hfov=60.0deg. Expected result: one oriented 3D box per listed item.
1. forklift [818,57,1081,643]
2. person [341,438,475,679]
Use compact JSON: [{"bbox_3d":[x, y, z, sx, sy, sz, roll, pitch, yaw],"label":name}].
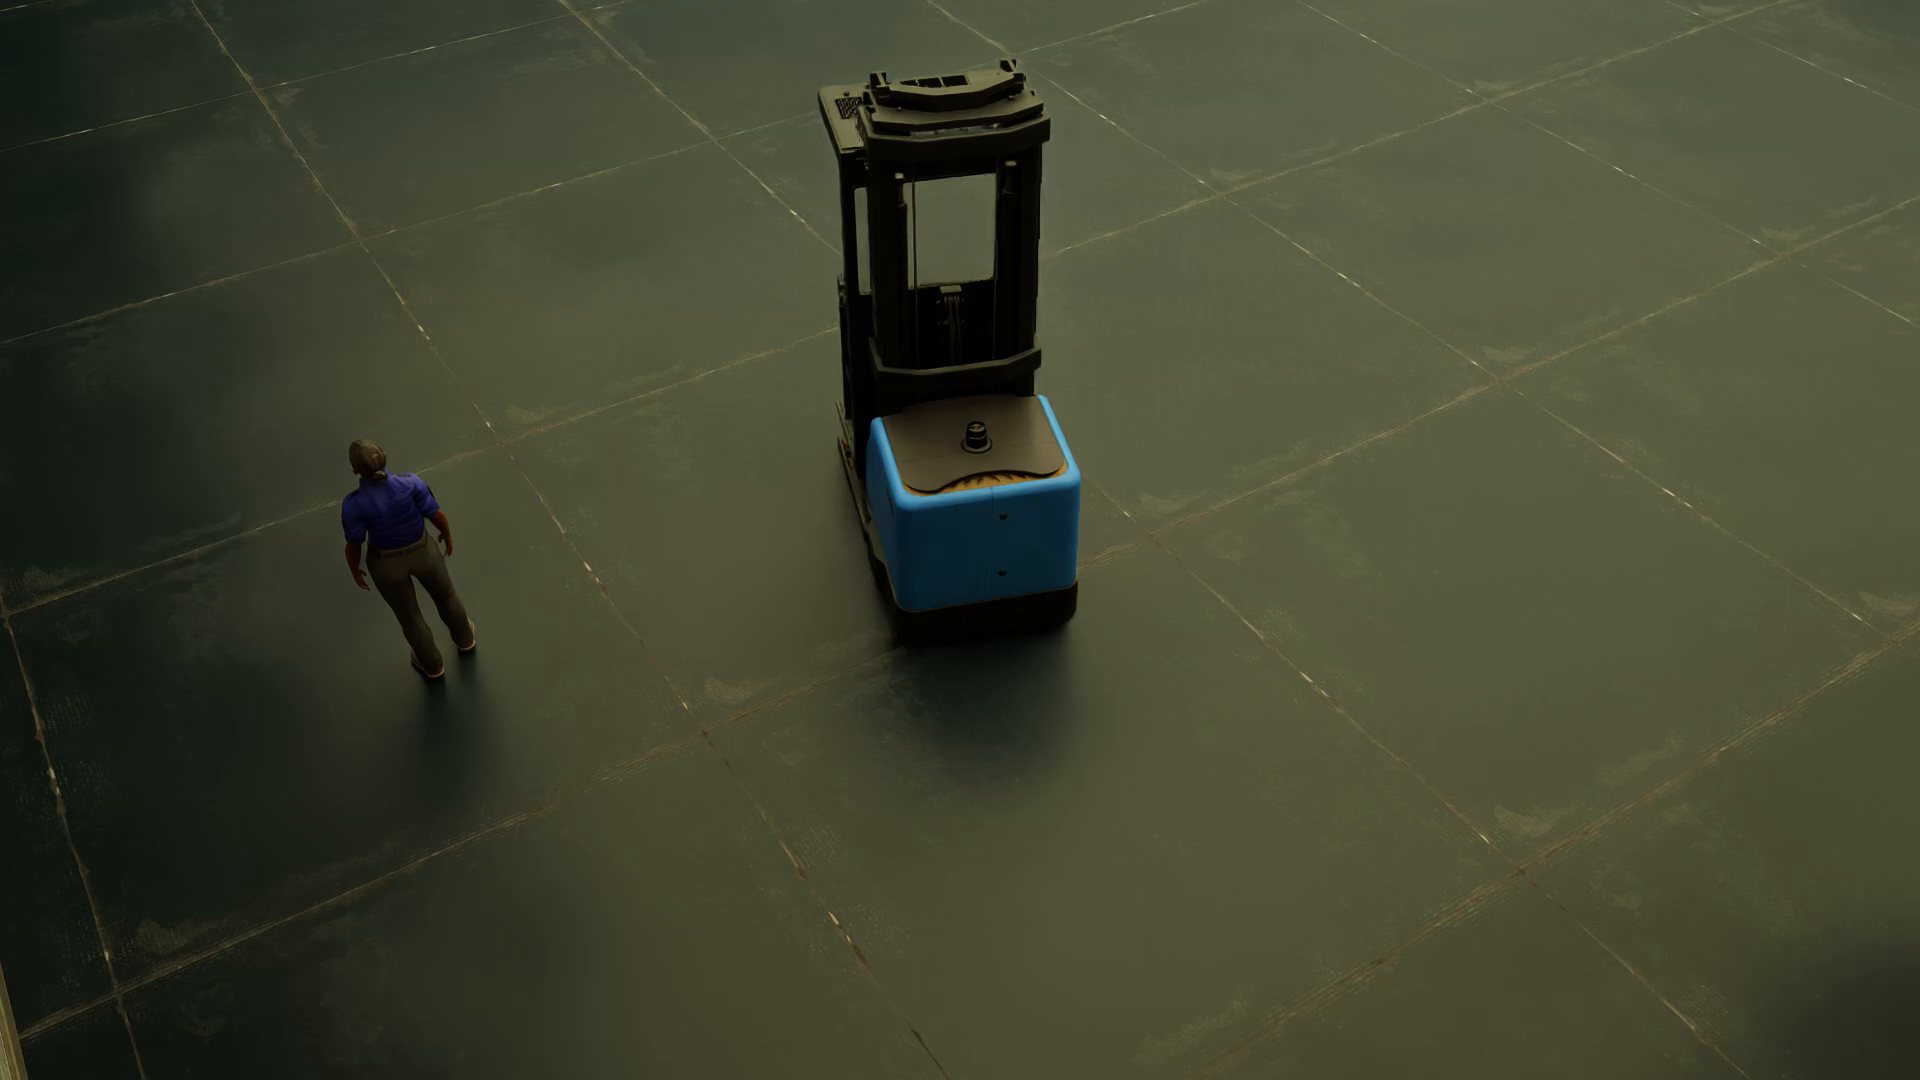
[{"bbox_3d":[-0.159,-1.506,9.594,1.130,2.935,3.031,-8,42,-10],"label":"forklift"},{"bbox_3d":[-2.943,0.056,8.767,0.566,1.654,0.505,-21,45,-23],"label":"person"}]
